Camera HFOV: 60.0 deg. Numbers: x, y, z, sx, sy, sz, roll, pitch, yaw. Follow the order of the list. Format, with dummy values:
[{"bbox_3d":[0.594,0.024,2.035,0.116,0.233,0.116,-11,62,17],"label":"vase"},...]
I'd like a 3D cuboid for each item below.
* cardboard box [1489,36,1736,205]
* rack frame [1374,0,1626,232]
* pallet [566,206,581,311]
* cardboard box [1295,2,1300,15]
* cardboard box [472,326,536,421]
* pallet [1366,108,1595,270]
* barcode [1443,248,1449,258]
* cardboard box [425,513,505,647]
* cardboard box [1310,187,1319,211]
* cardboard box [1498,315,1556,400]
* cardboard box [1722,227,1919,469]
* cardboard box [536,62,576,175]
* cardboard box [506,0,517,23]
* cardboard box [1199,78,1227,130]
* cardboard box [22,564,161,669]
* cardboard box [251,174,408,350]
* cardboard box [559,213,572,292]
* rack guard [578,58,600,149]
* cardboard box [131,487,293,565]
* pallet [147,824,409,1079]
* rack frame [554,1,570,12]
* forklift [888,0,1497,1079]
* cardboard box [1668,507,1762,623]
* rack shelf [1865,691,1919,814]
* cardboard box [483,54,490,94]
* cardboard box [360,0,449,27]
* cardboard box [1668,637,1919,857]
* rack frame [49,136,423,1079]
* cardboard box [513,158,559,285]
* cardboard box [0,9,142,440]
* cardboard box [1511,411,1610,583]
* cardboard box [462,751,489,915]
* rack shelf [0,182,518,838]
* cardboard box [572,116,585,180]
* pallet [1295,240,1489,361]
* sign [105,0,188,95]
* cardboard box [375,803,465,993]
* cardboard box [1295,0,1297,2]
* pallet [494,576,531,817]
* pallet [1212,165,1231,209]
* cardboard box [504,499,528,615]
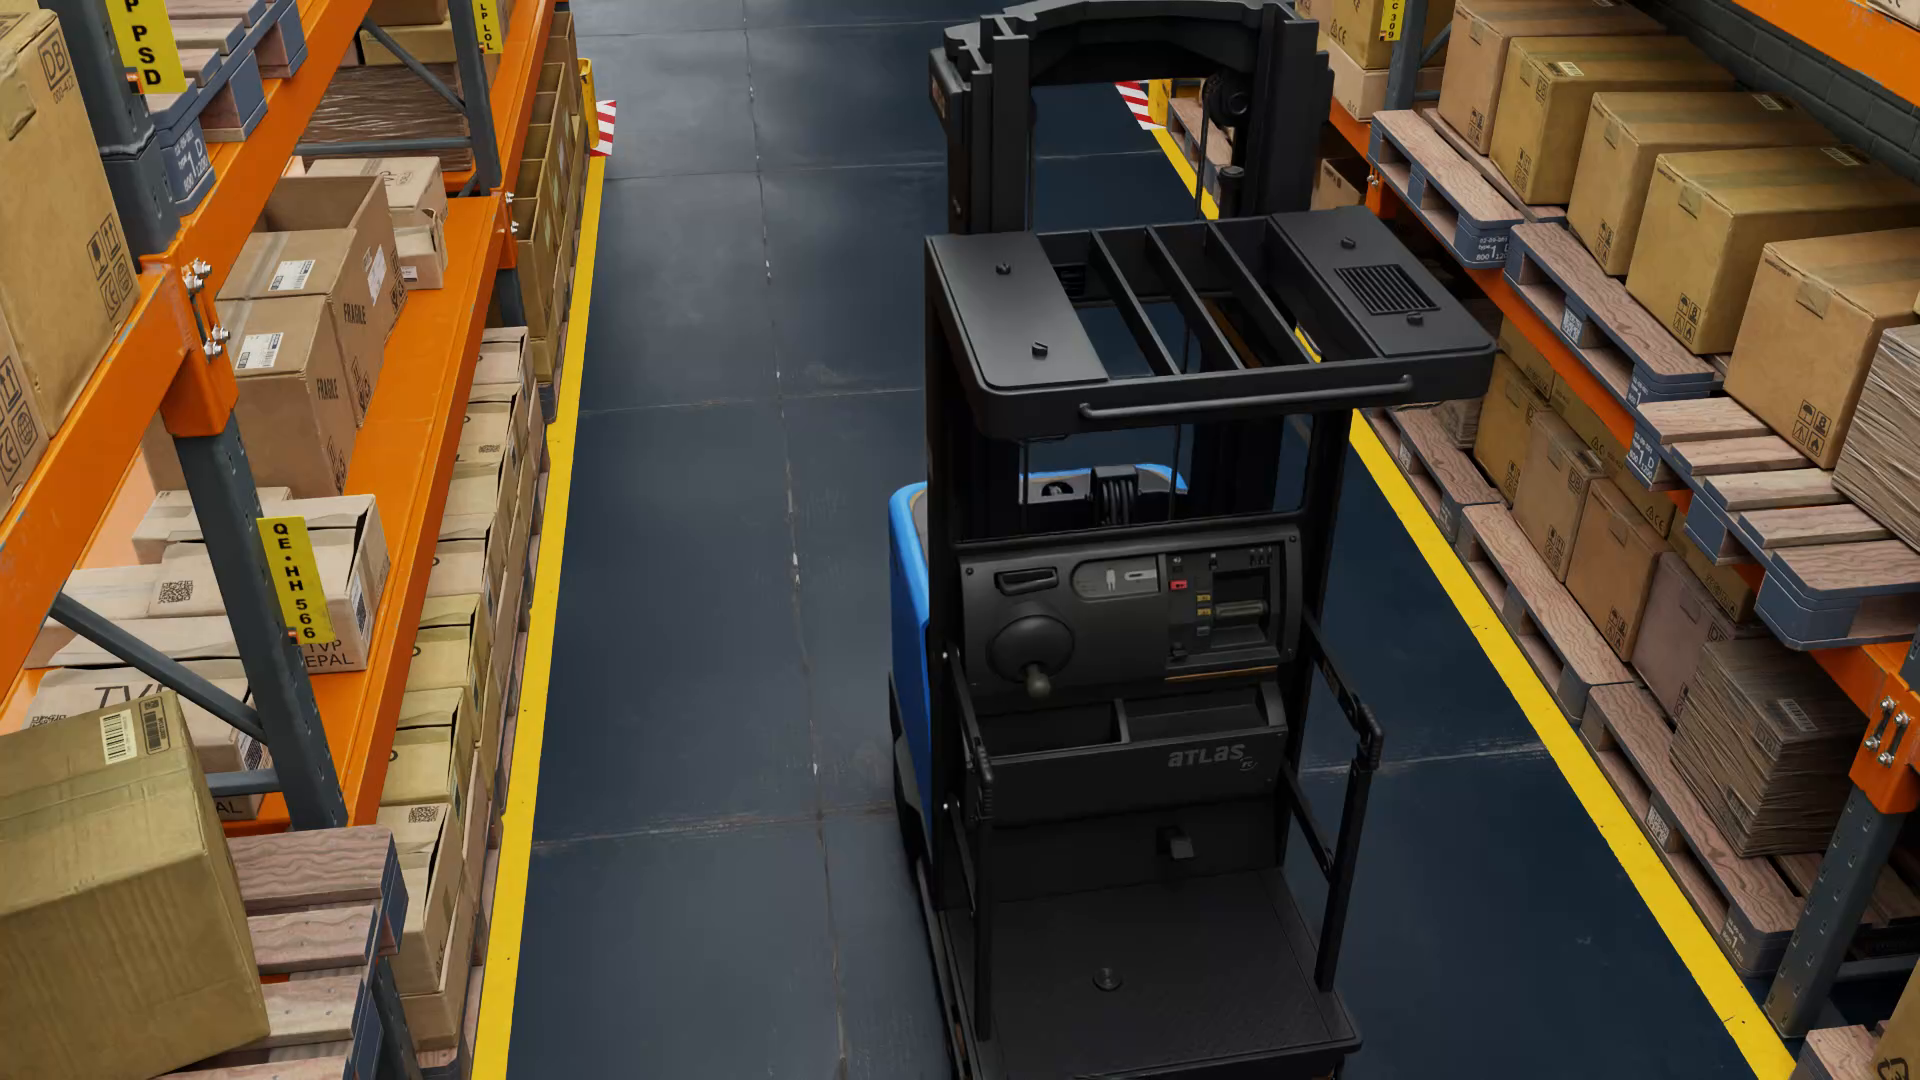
[{"bbox_3d":[2.539,-1.653,6.533,0.700,0.500,0.500,-1,34,-1],"label":"cardboard box"},{"bbox_3d":[2.436,-2.029,7.564,1.000,3.000,0.127,-4,35,-6],"label":"rack frame"},{"bbox_3d":[-2.705,-1.629,9.452,1.003,0.211,1.213,-4,35,-6],"label":"pallet"},{"bbox_3d":[1.930,-2.775,8.773,0.500,0.250,0.500,-5,35,-7],"label":"cardboard box"},{"bbox_3d":[-2.134,-0.716,7.208,0.500,0.311,0.500,-4,35,-6],"label":"cardboard box"},{"bbox_3d":[2.395,-1.512,6.976,1.003,0.211,1.213,-4,35,-6],"label":"pallet"},{"bbox_3d":[2.619,-1.559,8.952,0.001,0.075,0.075,-4,35,-6],"label":"barcode"},{"bbox_3d":[-1.929,0.133,5.962,0.500,0.311,0.500,-5,35,-7],"label":"cardboard box"},{"bbox_3d":[2.241,-1.927,9.555,0.380,0.149,0.250,-7,35,-10],"label":"cardboard box"},{"bbox_3d":[2.614,-0.833,6.971,0.500,0.250,0.500,-5,35,-7],"label":"cardboard box"},{"bbox_3d":[2.799,-0.591,4.975,0.700,0.500,0.500,-8,35,-11],"label":"cardboard box"},{"bbox_3d":[-2.494,-2.397,9.507,0.500,0.500,0.500,-4,35,-6],"label":"cardboard box"},{"bbox_3d":[-2.823,-3.093,9.037,0.700,0.500,0.500,-4,34,-6],"label":"cardboard box"},{"bbox_3d":[1.902,-2.939,10.896,0.500,0.311,0.500,-8,35,-12],"label":"cardboard box"},{"bbox_3d":[-2.329,0.203,4.511,0.380,0.149,0.250,-4,35,-6],"label":"cardboard box"},{"bbox_3d":[-2.314,-0.969,5.920,0.500,0.500,0.500,-2,34,-3],"label":"cardboard box"},{"bbox_3d":[-2.358,-1.530,8.900,0.500,0.250,0.500,-4,35,-6],"label":"cardboard box"},{"bbox_3d":[-3.013,-2.864,11.009,1.175,0.500,0.348,-4,35,-6],"label":"rack guard"},{"bbox_3d":[-2.161,-0.023,4.843,0.380,0.149,0.250,-2,34,-3],"label":"cardboard box"},{"bbox_3d":[-1.773,1.033,3.241,1.213,0.211,1.003,-4,35,-6],"label":"pallet"},{"bbox_3d":[-3.010,-3.884,10.285,1.000,3.000,0.127,-4,35,-6],"label":"rack frame"},{"bbox_3d":[0.502,0.257,4.270,1.130,2.935,3.031,-6,35,-8],"label":"forklift"},{"bbox_3d":[2.811,0.024,5.715,0.500,0.250,0.500,-4,34,-5],"label":"cardboard box"},{"bbox_3d":[3.243,1.617,2.853,1.077,0.370,4.000,-4,35,-6],"label":"rack shelf"},{"bbox_3d":[-2.615,-2.234,7.776,0.700,0.500,0.500,-5,35,-7],"label":"cardboard box"},{"bbox_3d":[-2.538,-2.476,6.979,0.700,0.500,0.500,-4,34,-6],"label":"cardboard box"},{"bbox_3d":[2.826,0.656,5.452,0.700,0.500,0.500,-4,34,-6],"label":"cardboard box"},{"bbox_3d":[-1.934,0.580,3.735,1.000,3.000,0.127,-4,35,-6],"label":"rack frame"},{"bbox_3d":[-2.299,-1.560,8.278,0.500,0.500,0.500,-4,35,-6],"label":"cardboard box"},{"bbox_3d":[-1.842,-0.460,2.508,0.910,0.500,0.500,-4,35,-6],"label":"cardboard box"},{"bbox_3d":[2.699,-0.196,6.703,0.700,0.500,0.500,-4,34,-6],"label":"cardboard box"},{"bbox_3d":[-1.782,0.948,5.264,0.500,0.250,0.500,-5,35,-8],"label":"cardboard box"},{"bbox_3d":[-2.203,-0.238,5.575,1.077,0.370,4.000,-4,35,-6],"label":"rack shelf"},{"bbox_3d":[-2.566,-2.366,10.127,0.500,0.250,0.500,-4,35,-6],"label":"cardboard box"},{"bbox_3d":[2.311,-1.249,8.895,1.003,0.211,1.213,-4,35,-6],"label":"pallet"},{"bbox_3d":[-1.396,-0.913,2.803,0.100,0.325,0.005,-4,35,-6],"label":"sign"},{"bbox_3d":[-1.714,0.997,4.694,0.500,0.311,0.500,-3,34,-5],"label":"cardboard box"},{"bbox_3d":[1.936,-3.085,8.563,0.500,0.500,0.500,-5,35,-8],"label":"cardboard box"},{"bbox_3d":[-2.167,0.591,6.195,1.003,0.211,1.213,-4,35,-6],"label":"pallet"},{"bbox_3d":[2.143,-1.931,9.896,1.003,0.211,1.213,-4,35,-6],"label":"pallet"},{"bbox_3d":[-1.994,0.088,6.526,0.500,0.250,0.500,-4,34,-5],"label":"cardboard box"}]
